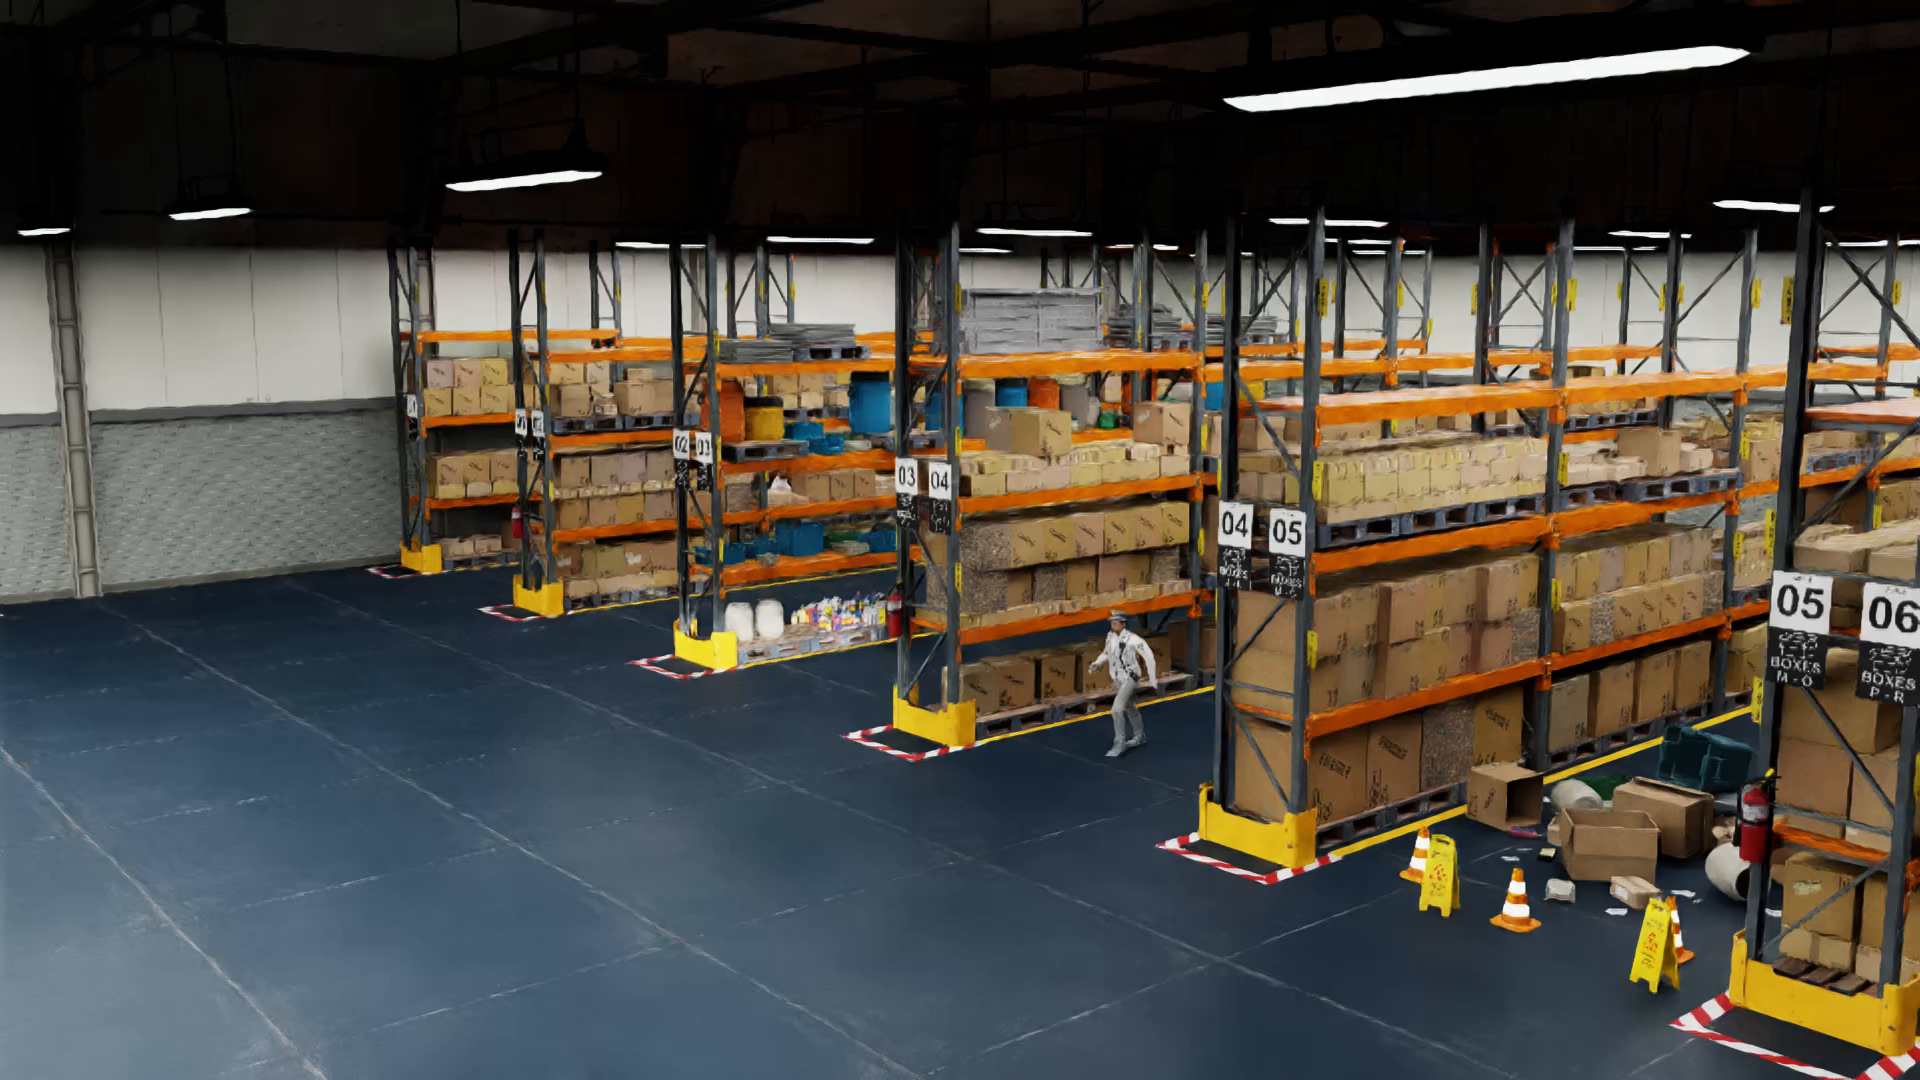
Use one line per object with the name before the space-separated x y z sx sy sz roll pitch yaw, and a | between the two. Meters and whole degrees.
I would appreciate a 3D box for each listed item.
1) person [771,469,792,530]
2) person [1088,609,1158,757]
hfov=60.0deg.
person | -3.359 -0.580 31.698 0.476 1.759 0.593 3 9 19
person | 1.827 1.541 18.474 0.790 1.627 0.637 -6 11 -34
